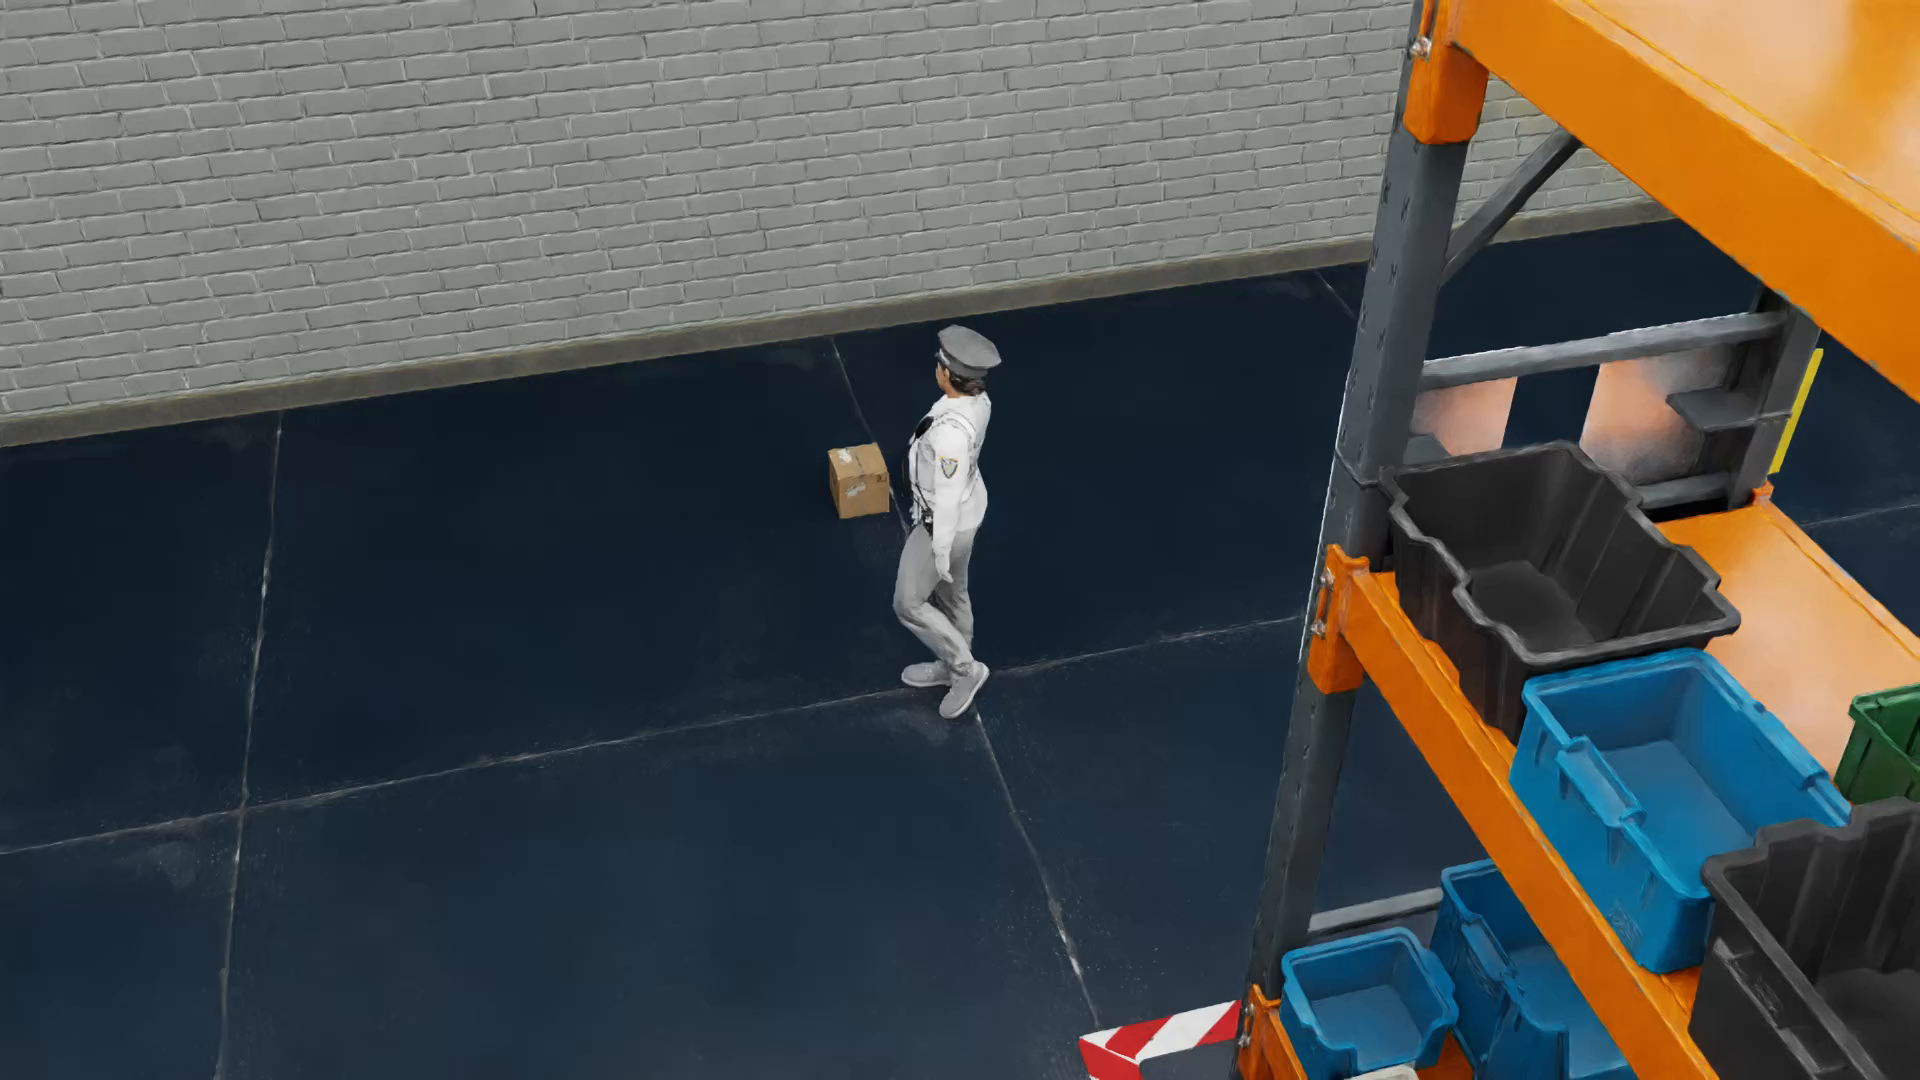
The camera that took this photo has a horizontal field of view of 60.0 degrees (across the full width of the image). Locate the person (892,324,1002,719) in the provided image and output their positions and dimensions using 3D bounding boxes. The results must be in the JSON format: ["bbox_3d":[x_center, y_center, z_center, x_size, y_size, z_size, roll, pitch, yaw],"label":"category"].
[{"bbox_3d":[-0.050,-0.060,6.767,0.395,1.661,0.565,8,39,10],"label":"person"}]
